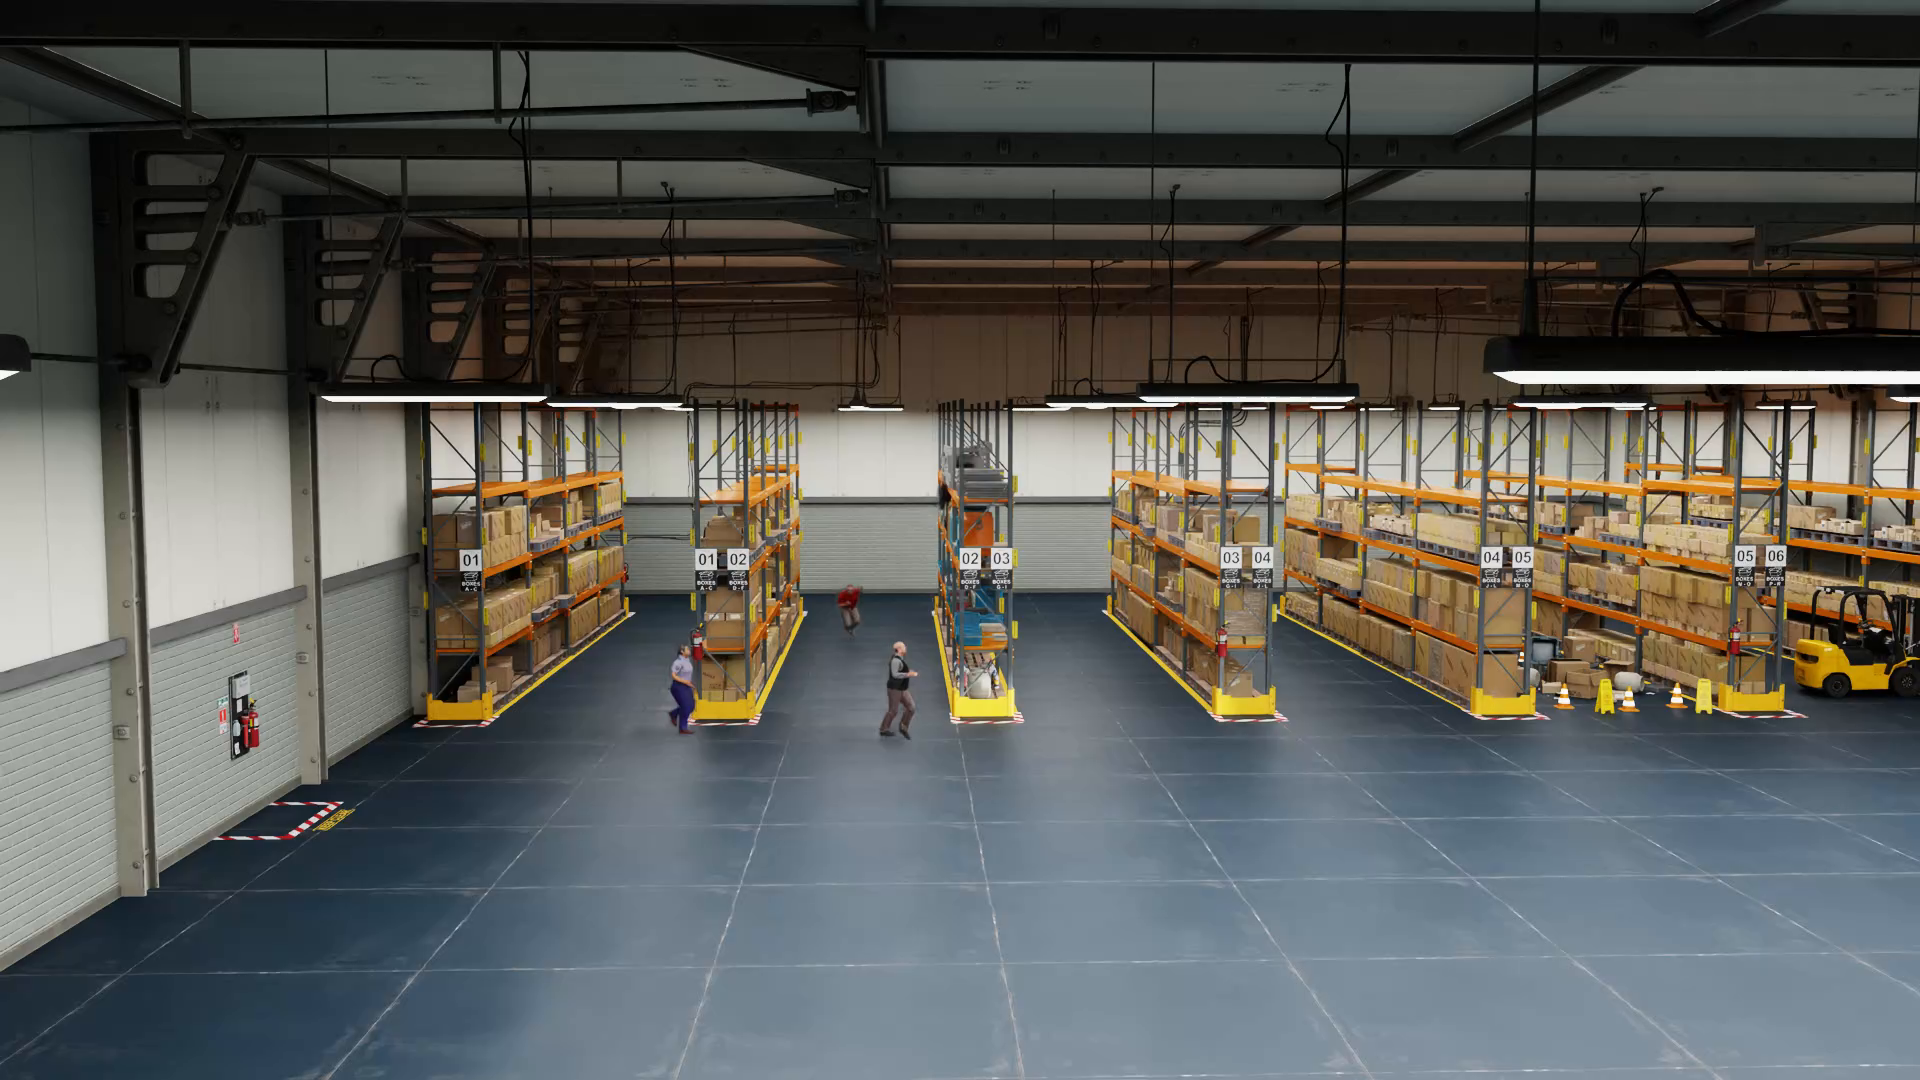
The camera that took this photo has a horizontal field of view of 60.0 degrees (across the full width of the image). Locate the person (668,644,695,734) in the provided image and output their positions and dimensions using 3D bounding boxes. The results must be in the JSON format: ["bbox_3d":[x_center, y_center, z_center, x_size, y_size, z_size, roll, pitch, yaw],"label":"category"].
[{"bbox_3d":[-5.010,2.678,29.758,0.609,1.613,0.598,1,4,15],"label":"person"}]

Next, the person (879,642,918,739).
[{"bbox_3d":[-1.078,2.668,29.160,0.749,1.771,0.608,1,5,18],"label":"person"}]

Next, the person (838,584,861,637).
[{"bbox_3d":[-2.738,1.757,41.221,0.684,1.391,1.023,-2,5,-21],"label":"person"}]
